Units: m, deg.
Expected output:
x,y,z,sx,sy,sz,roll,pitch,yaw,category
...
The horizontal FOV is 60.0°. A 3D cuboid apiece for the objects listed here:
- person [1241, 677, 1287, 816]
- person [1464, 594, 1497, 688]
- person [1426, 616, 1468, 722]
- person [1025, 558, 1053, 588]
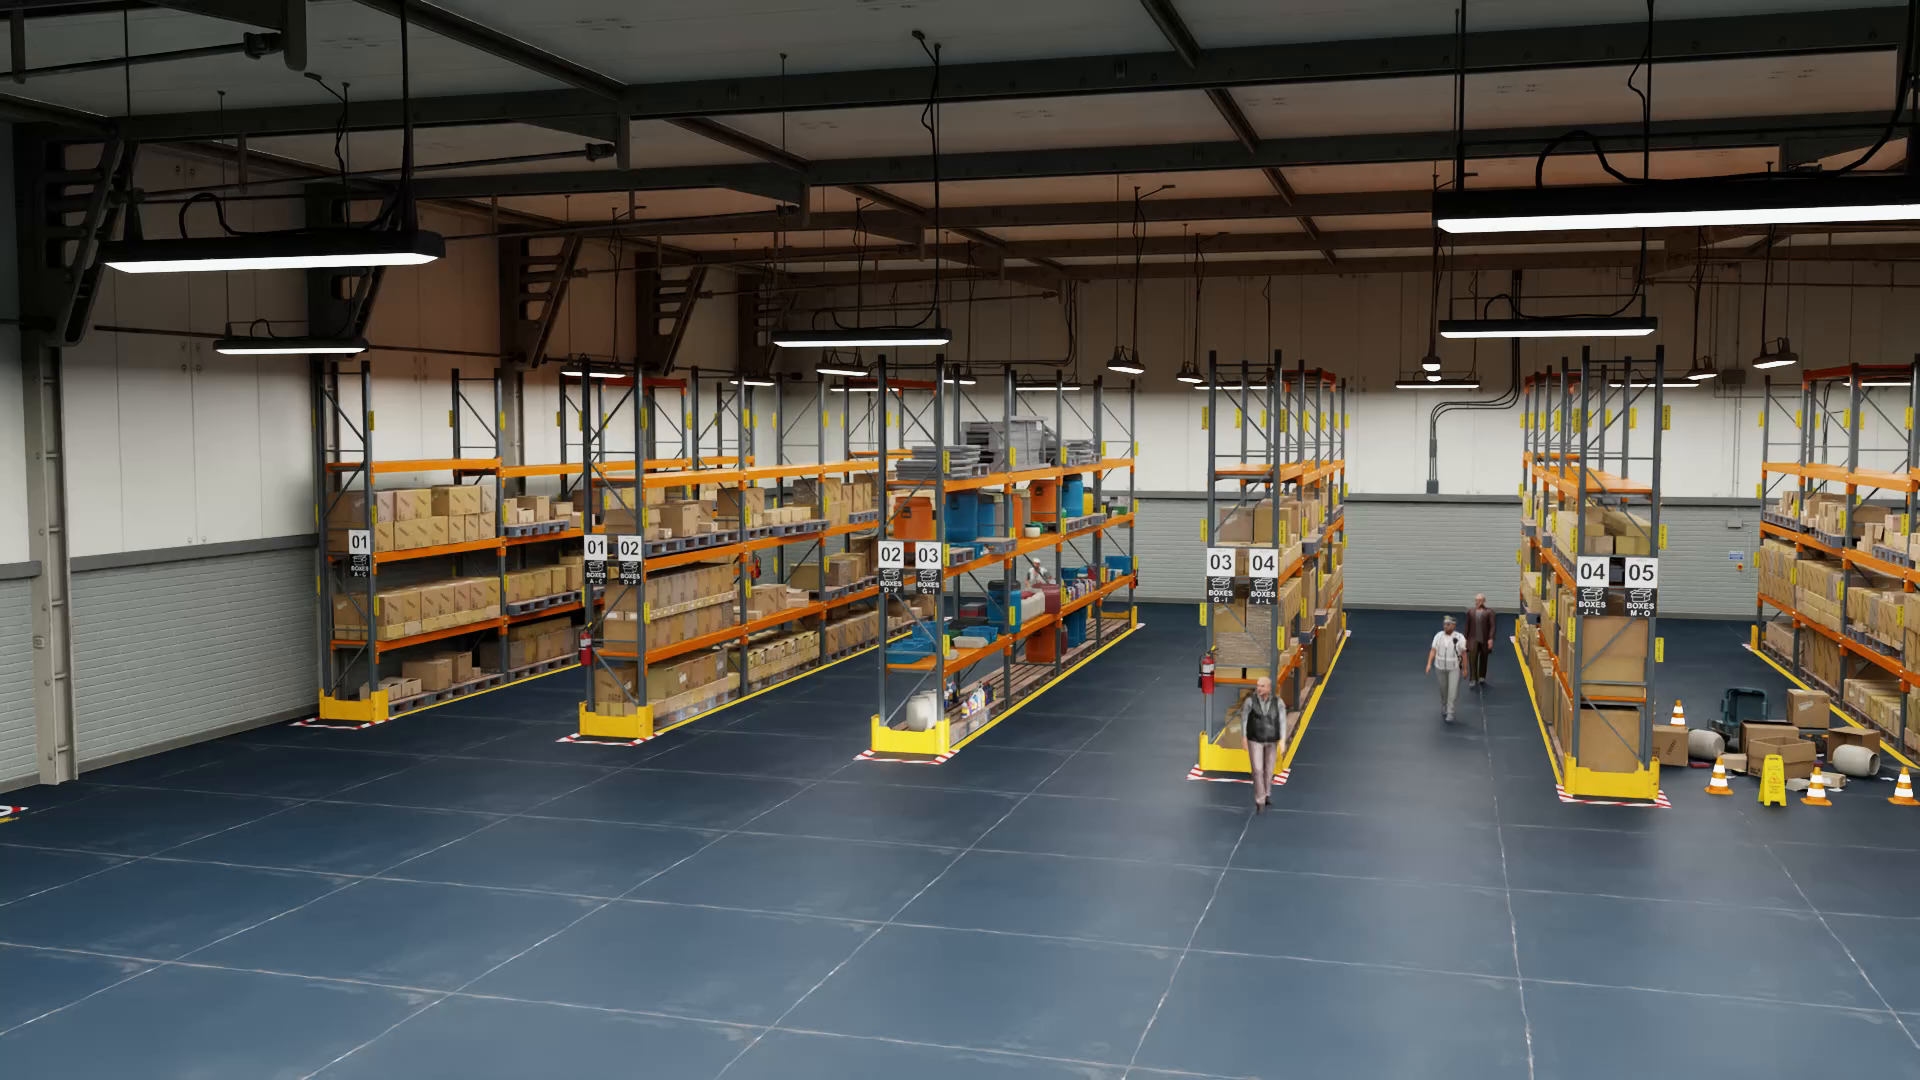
x,y,z,sx,sy,sz,roll,pitch,yaw,category
3.917,2.639,21.415,0.565,1.777,0.697,0,4,0,person
9.775,1.879,31.261,0.599,1.718,1.103,1,4,18,person
8.162,2.121,27.889,0.649,1.715,1.024,2,5,25,person
1.914,1.264,40.633,0.677,1.685,0.646,2,4,25,person
